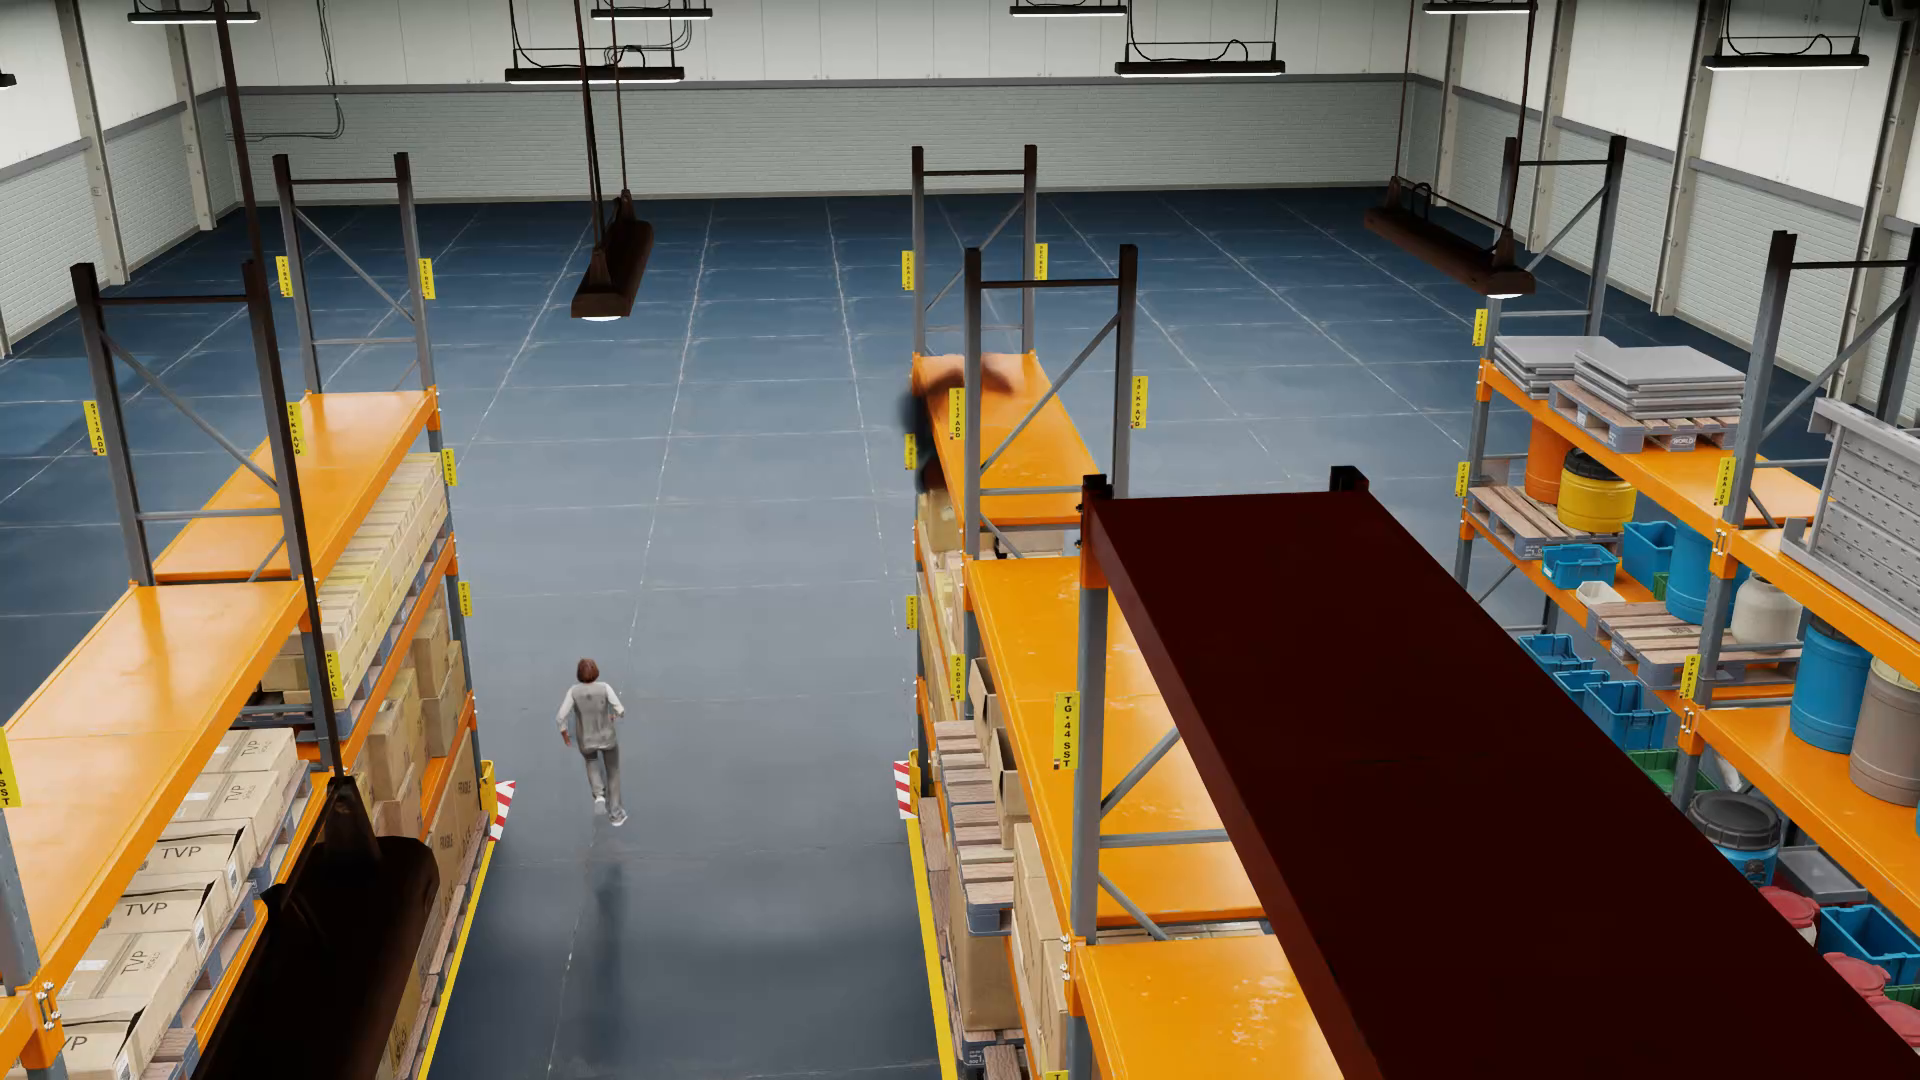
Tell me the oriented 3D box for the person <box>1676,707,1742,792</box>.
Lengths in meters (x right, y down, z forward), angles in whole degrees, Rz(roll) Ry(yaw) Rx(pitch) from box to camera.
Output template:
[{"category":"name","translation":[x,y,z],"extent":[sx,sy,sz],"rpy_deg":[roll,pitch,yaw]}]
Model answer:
[{"category":"person","translation":[6.850,1.649,15.155],"extent":[0.609,1.648,0.945],"rpy_deg":[-5,22,-12]}]

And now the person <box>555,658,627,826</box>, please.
[{"category":"person","translation":[-3.218,1.791,14.607],"extent":[0.585,1.464,0.534],"rpy_deg":[-3,22,-9]}]
